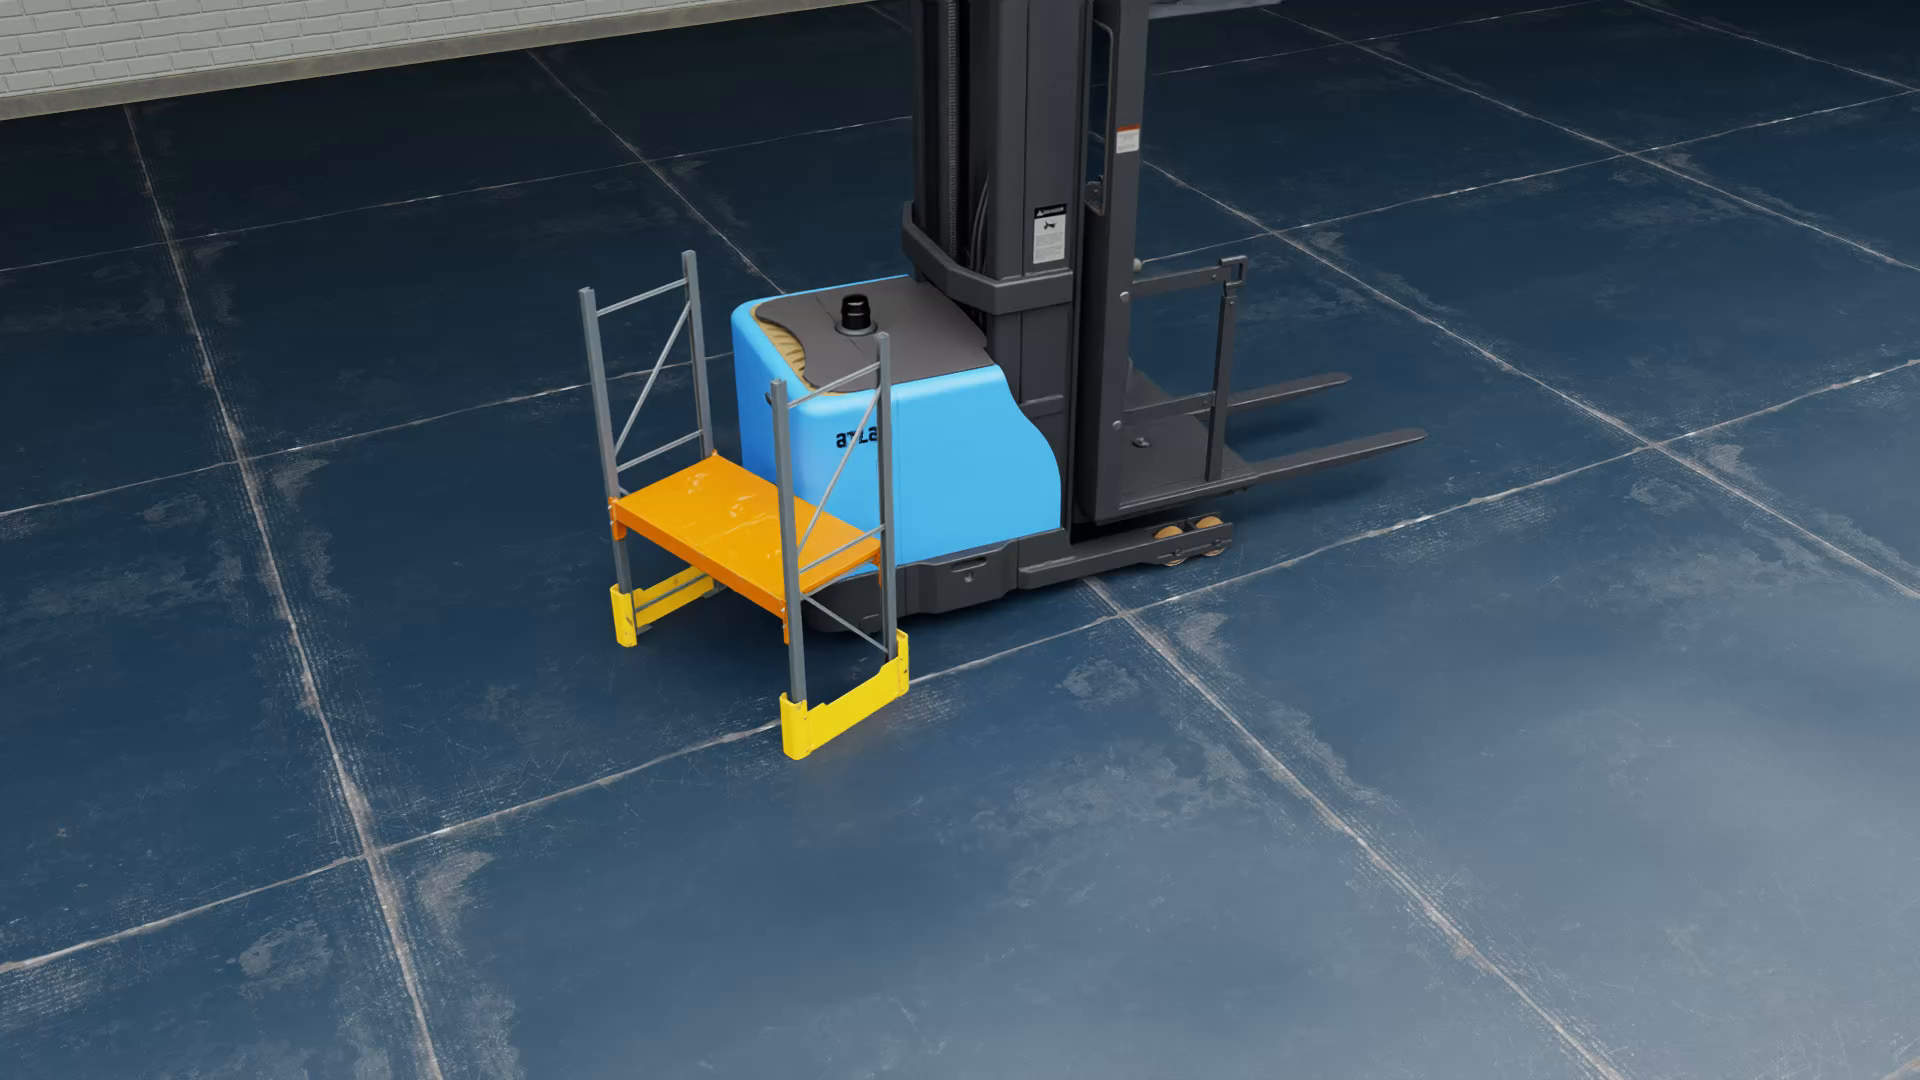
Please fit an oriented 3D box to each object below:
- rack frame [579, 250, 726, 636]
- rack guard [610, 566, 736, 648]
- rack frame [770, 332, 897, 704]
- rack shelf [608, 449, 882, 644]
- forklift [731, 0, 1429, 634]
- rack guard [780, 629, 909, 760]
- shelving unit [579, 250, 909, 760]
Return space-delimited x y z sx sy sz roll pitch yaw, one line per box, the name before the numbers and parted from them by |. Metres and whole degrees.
rack frame | -1.157 -0.338 6.387 0.032 1.500 0.500 27 41 35
rack guard | -1.143 0.196 6.713 0.087 0.250 0.587 27 41 35
rack frame | -0.418 0.039 5.799 0.032 1.500 0.500 27 41 35
rack shelf | -0.787 0.002 6.190 1.000 0.185 0.538 27 41 35
forklift | 0.621 -1.372 6.674 3.031 2.935 1.130 -13 35 -19
rack guard | -0.419 0.564 6.137 0.087 0.250 0.587 27 41 35
shelving unit | -0.781 -0.146 6.088 1.083 1.500 0.587 27 41 35
